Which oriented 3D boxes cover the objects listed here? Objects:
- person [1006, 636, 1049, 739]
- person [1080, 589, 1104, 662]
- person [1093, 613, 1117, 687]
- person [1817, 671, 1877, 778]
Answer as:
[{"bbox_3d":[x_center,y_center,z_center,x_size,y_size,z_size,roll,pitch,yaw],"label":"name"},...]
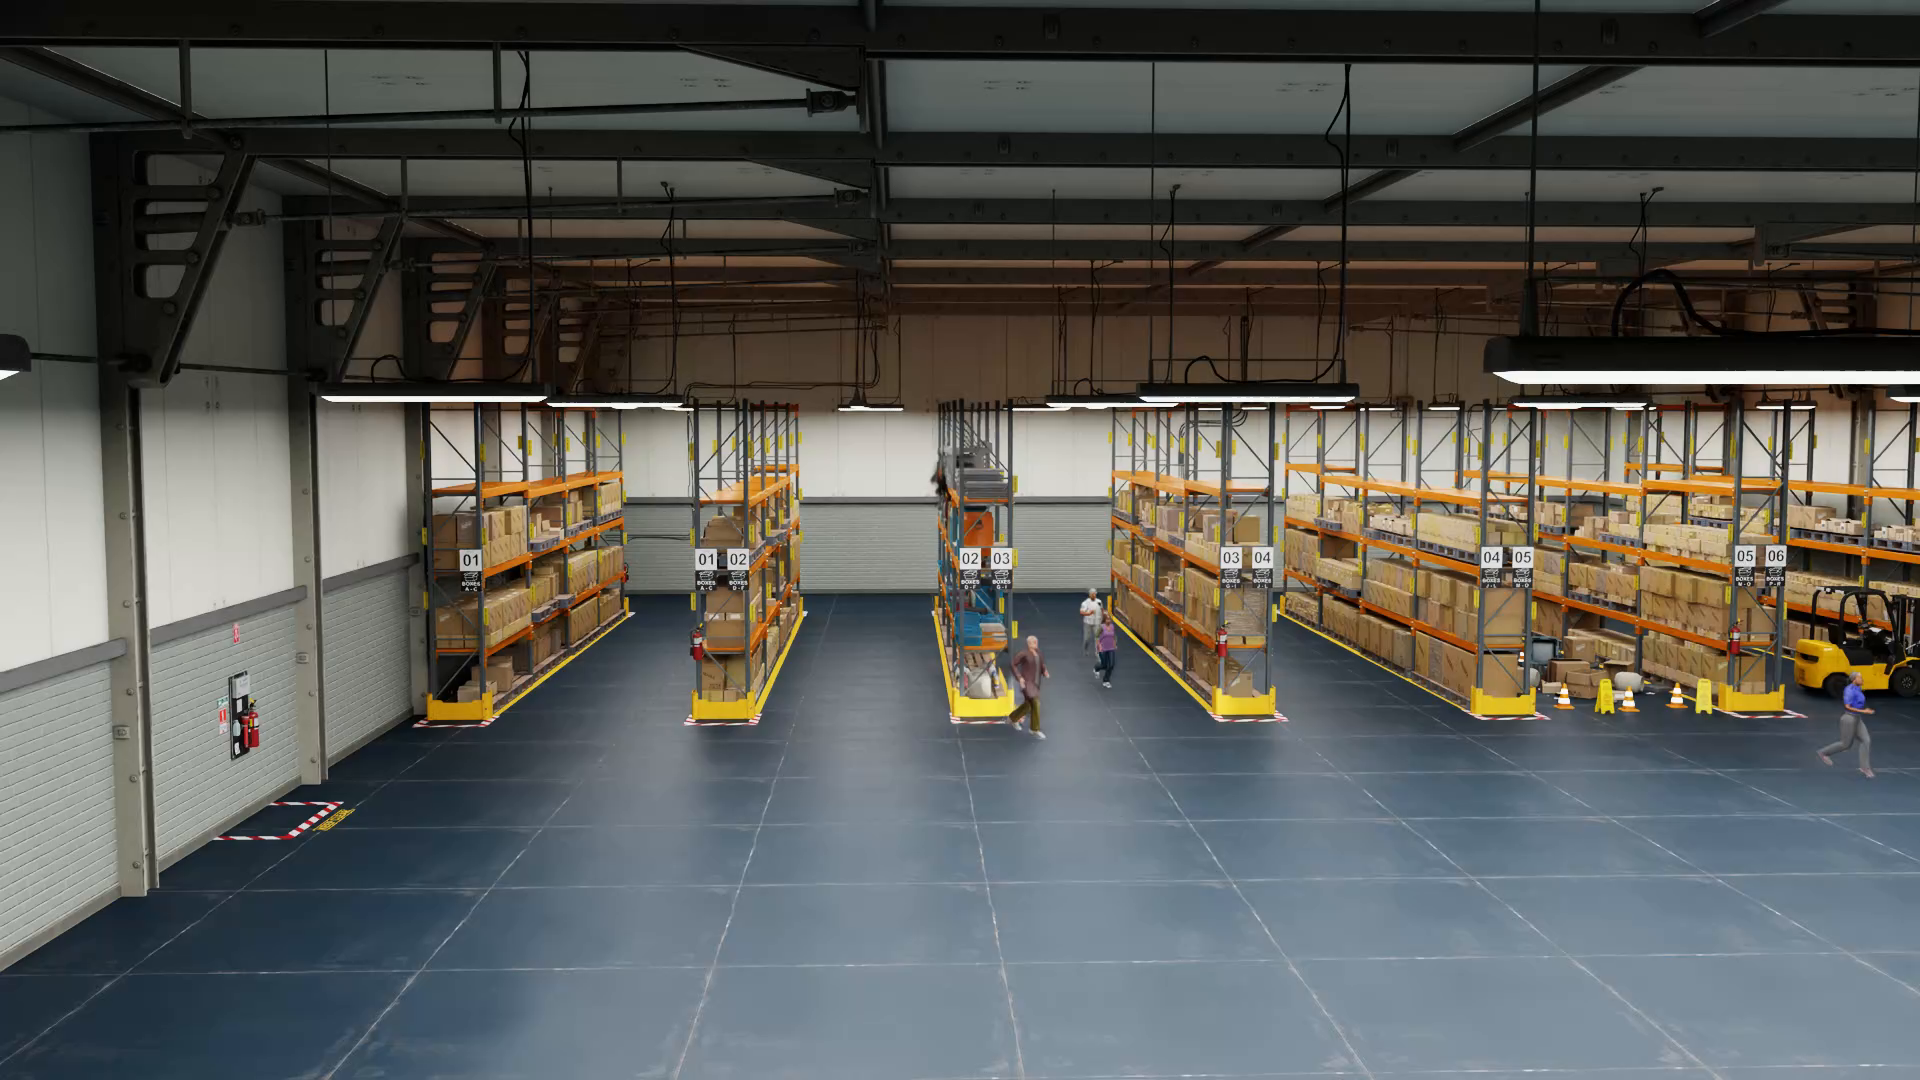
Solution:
[{"bbox_3d":[1.199,2.596,29.551,0.915,1.828,0.702,3,5,38],"label":"person"},{"bbox_3d":[3.076,1.954,38.546,0.607,1.641,0.941,-1,4,-7],"label":"person"},{"bbox_3d":[3.043,2.302,34.972,0.522,1.554,0.598,-2,5,-21],"label":"person"},{"bbox_3d":[14.125,2.914,26.429,0.608,1.701,0.894,-4,6,-45],"label":"person"}]
